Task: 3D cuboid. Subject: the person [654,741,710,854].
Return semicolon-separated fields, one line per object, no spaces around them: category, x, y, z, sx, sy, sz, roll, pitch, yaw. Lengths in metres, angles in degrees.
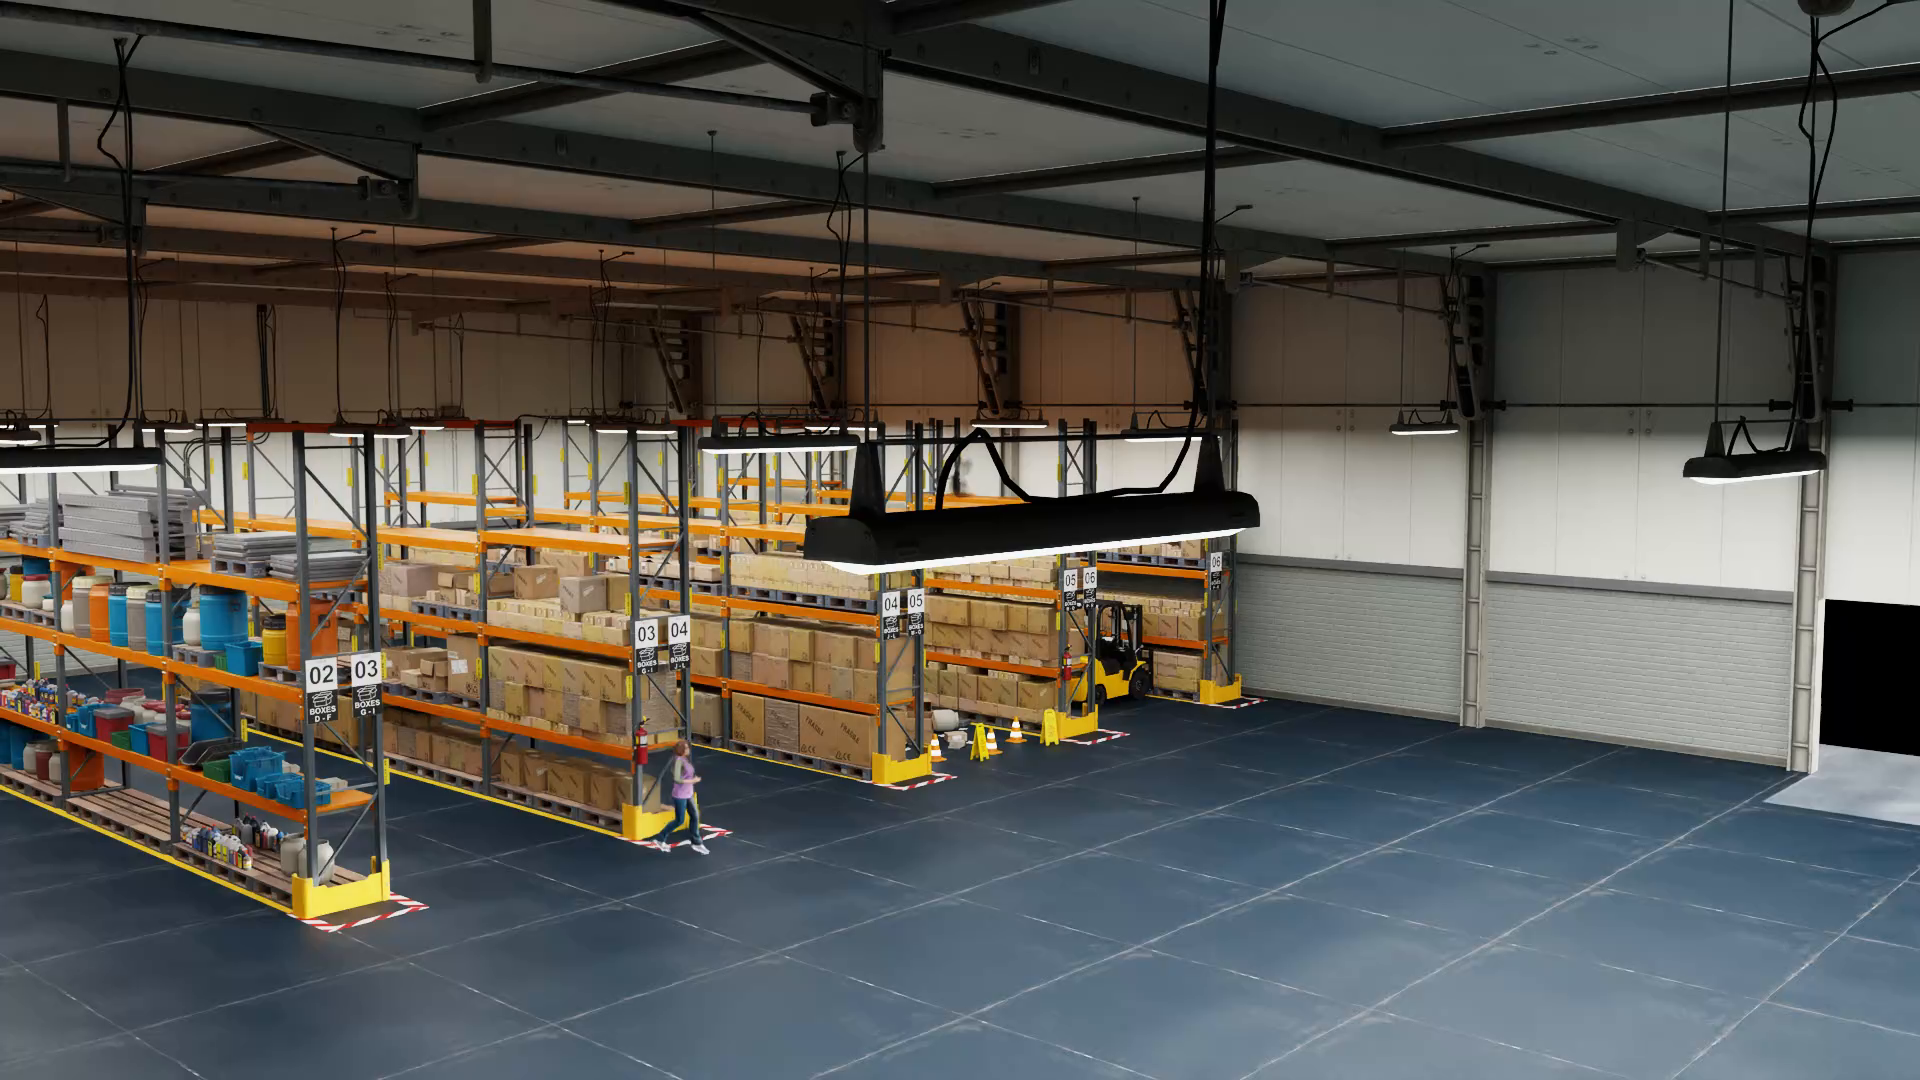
person;-3.914;3.619;23.316;0.769;1.624;0.544;0;5;5

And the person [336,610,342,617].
person;-14.457;2.382;38.484;0.784;1.624;0.556;1;5;15
